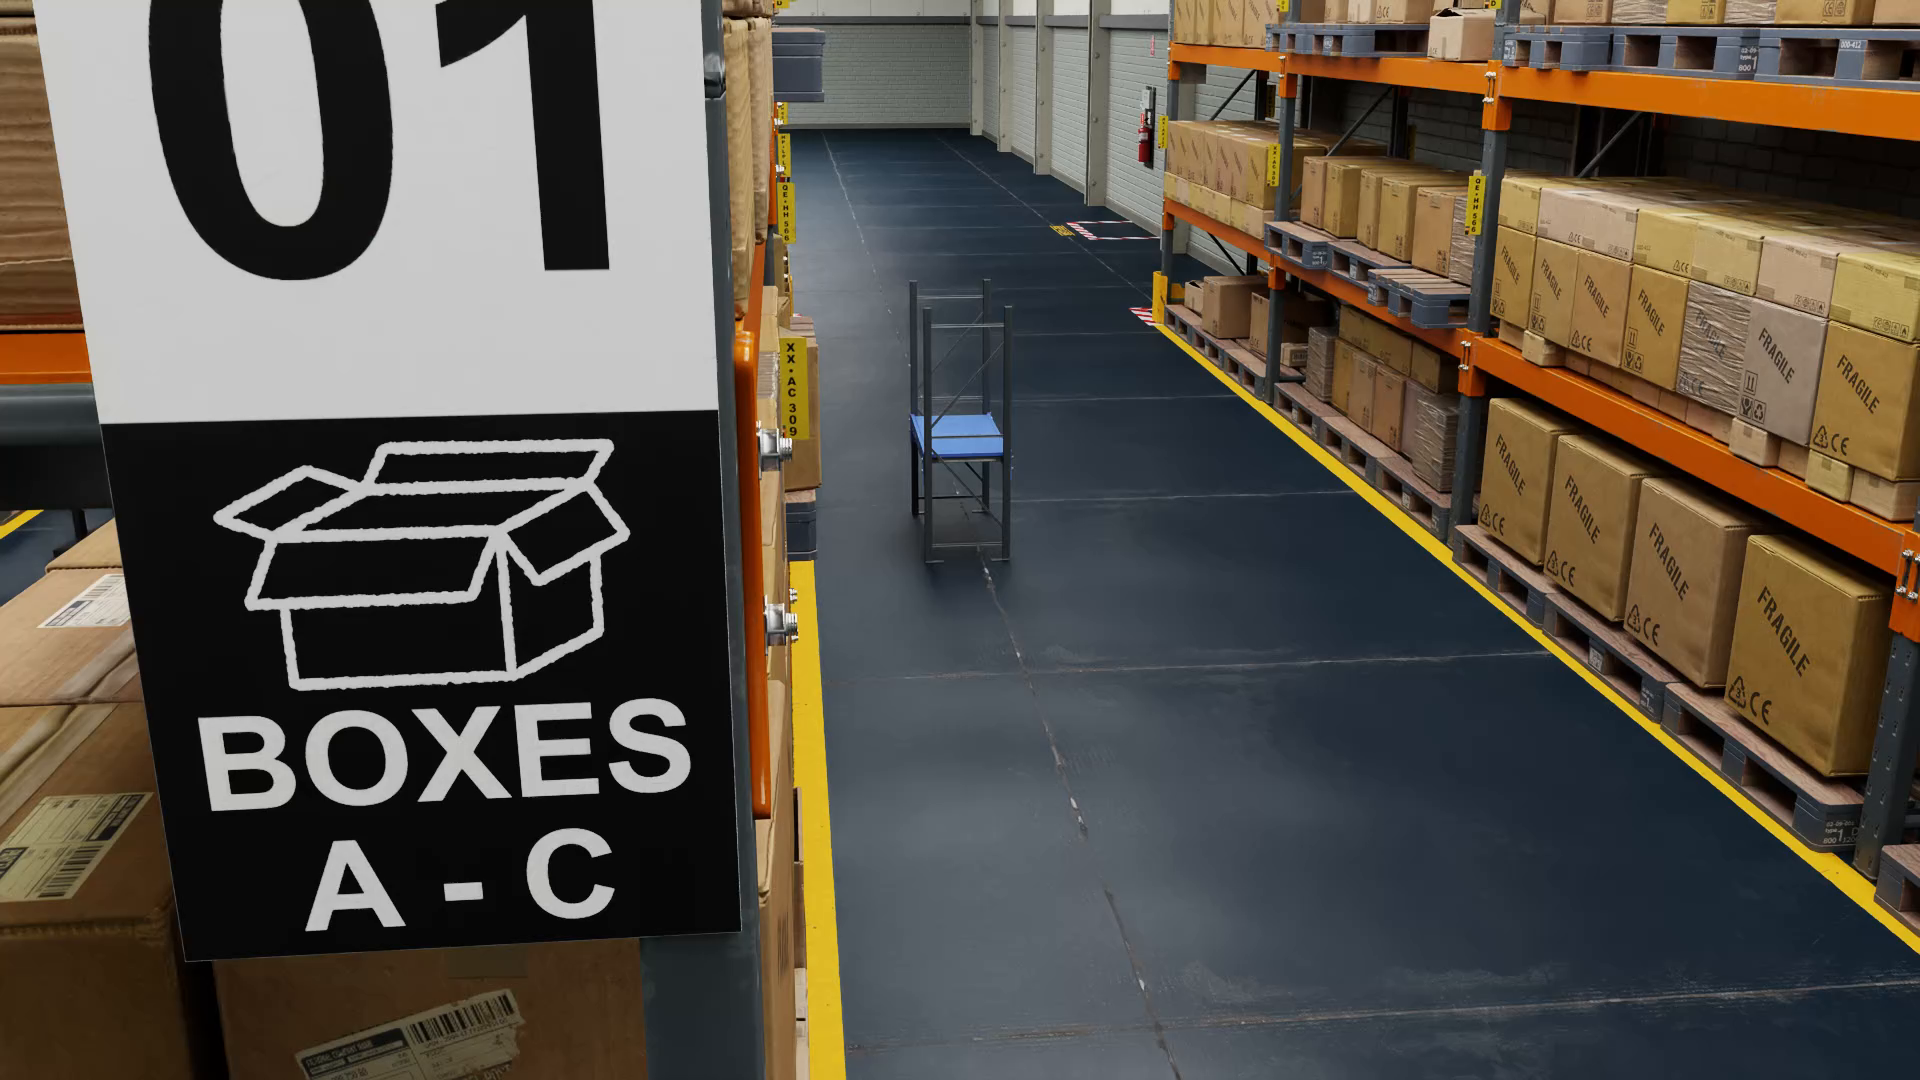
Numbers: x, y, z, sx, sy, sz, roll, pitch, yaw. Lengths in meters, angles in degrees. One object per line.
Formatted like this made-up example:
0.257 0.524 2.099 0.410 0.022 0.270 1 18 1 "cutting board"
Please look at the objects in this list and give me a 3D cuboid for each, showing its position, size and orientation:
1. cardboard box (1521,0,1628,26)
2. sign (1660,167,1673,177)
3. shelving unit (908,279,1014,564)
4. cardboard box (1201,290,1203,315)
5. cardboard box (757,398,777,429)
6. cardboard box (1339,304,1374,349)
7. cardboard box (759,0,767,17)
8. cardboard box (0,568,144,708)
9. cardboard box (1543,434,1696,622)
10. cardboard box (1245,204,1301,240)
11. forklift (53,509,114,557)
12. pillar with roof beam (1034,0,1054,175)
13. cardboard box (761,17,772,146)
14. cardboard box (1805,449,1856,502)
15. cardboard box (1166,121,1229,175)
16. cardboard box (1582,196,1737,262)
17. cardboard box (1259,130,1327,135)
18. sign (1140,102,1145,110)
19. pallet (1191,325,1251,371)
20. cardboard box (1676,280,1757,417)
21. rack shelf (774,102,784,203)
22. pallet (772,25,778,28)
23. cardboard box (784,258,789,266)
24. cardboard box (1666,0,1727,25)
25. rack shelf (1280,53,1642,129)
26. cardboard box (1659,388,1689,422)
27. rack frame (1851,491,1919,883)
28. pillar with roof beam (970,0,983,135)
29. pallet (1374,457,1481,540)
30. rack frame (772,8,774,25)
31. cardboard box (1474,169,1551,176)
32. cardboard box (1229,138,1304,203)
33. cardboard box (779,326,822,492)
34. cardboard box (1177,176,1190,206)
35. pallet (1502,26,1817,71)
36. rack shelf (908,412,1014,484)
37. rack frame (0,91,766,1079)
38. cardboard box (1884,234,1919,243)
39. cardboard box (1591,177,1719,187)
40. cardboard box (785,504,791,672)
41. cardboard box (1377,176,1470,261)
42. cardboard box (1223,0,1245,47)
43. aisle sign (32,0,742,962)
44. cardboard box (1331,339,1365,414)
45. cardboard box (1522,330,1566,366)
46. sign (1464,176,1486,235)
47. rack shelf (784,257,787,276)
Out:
3.600 -3.100 9.836 0.500 0.500 0.500 -2 18 -6 "cardboard box"
3.997 -1.961 9.481 0.100 0.325 0.005 -2 18 -6 "sign"
-0.009 -0.741 10.033 0.538 1.500 1.048 -2 18 -6 "shelving unit"
2.661 -2.322 16.319 0.500 0.311 0.500 0 17 -1 "cardboard box"
-0.601 0.026 3.249 0.500 0.500 0.500 -2 18 -6 "cardboard box"
3.174 -1.607 12.475 0.500 0.250 0.500 -2 18 -7 "cardboard box"
-0.600 -1.059 2.949 0.500 0.250 0.500 -2 18 -6 "cardboard box"
-1.028 0.348 2.224 0.500 0.500 0.500 -1 17 -4 "cardboard box"
3.475 -0.080 8.313 0.750 0.750 0.750 -2 18 -6 "cardboard box"
2.683 -2.652 13.832 0.500 0.250 0.500 -2 18 -6 "cardboard box"
-4.250 -1.137 8.905 1.130 2.935 3.031 1 17 3 "forklift"
-2.585 -11.684 32.370 9.100 9.000 0.400 -2 18 -6 "pillar with roof beam"
-0.653 -0.969 3.499 0.500 0.250 0.500 -2 18 -6 "cardboard box"
3.492 -0.254 6.366 0.380 0.149 0.250 -1 17 -5 "cardboard box"
2.371 -3.918 16.614 0.500 0.500 0.500 -2 18 -6 "cardboard box"
3.348 -1.495 7.982 0.500 0.250 0.500 -2 18 -5 "cardboard box"
3.032 -3.481 15.223 0.500 0.500 0.500 -2 17 -5 "cardboard box"
2.755 -6.553 25.098 0.001 0.109 0.331 -2 18 -6 "sign"
2.800 -1.815 15.605 1.003 0.211 1.213 -2 18 -6 "pallet"
3.454 -0.829 7.113 0.500 0.500 0.500 -2 18 -6 "cardboard box"
-1.275 -1.728 6.867 1.077 0.370 4.000 -2 18 -6 "rack shelf"
-1.640 -2.776 9.320 1.213 0.211 1.003 -1 17 -3 "pallet"
-1.787 -2.269 15.033 0.500 0.500 0.500 -2 18 -6 "cardboard box"
3.704 -2.615 7.588 0.700 0.500 0.500 -1 17 -3 "cardboard box"
3.239 -3.074 11.154 1.077 0.370 4.000 -2 18 -6 "rack shelf"
3.438 -0.639 7.592 0.380 0.149 0.250 -1 17 -4 "cardboard box"
3.858 -0.198 5.801 1.000 3.000 0.127 -2 18 -6 "rack frame"
-3.823 -15.259 43.758 9.100 9.000 0.400 -2 18 -6 "pillar with roof beam"
3.367 -0.293 10.756 1.003 0.211 1.213 -2 18 -6 "pallet"
-1.894 -5.290 12.003 1.000 3.000 0.127 -2 18 -6 "rack frame"
3.332 -2.154 10.047 0.380 0.149 0.250 -5 18 -15 "cardboard box"
2.620 -3.157 14.192 0.500 0.500 0.500 -2 18 -6 "cardboard box"
-0.895 -0.440 5.704 0.700 0.500 0.500 -8 19 -24 "cardboard box"
2.423 -3.402 16.223 0.500 0.250 0.500 -2 18 -7 "cardboard box"
3.565 -2.541 8.570 1.213 0.211 1.003 -1 17 -3 "pallet"
-0.009 -0.569 10.087 0.538 0.185 1.000 -2 18 -6 "rack shelf"
-0.656 1.148 1.514 1.000 3.000 0.127 -2 18 -6 "rack frame"
4.009 -1.056 6.584 0.500 0.250 0.500 -2 17 -5 "cardboard box"
3.750 -1.820 9.017 0.500 0.250 0.500 -1 17 -4 "cardboard box"
-0.707 0.203 4.357 0.500 0.500 0.500 -1 17 -4 "cardboard box"
3.237 -2.158 11.141 0.700 0.500 0.500 -2 18 -6 "cardboard box"
2.601 -4.528 14.384 0.500 0.500 0.500 -2 18 -8 "cardboard box"
-0.357 -0.082 1.089 0.394 0.787 0.004 -2 18 -6 "aisle sign"
3.229 -1.228 12.519 0.700 0.500 0.500 -2 18 -7 "cardboard box"
3.210 -1.017 8.796 0.380 0.149 0.250 -1 17 -4 "cardboard box"
2.907 -1.885 9.373 0.100 0.325 0.005 -2 18 -6 "sign"
-2.100 -2.680 14.908 1.077 0.370 4.000 -2 18 -6 "rack shelf"
